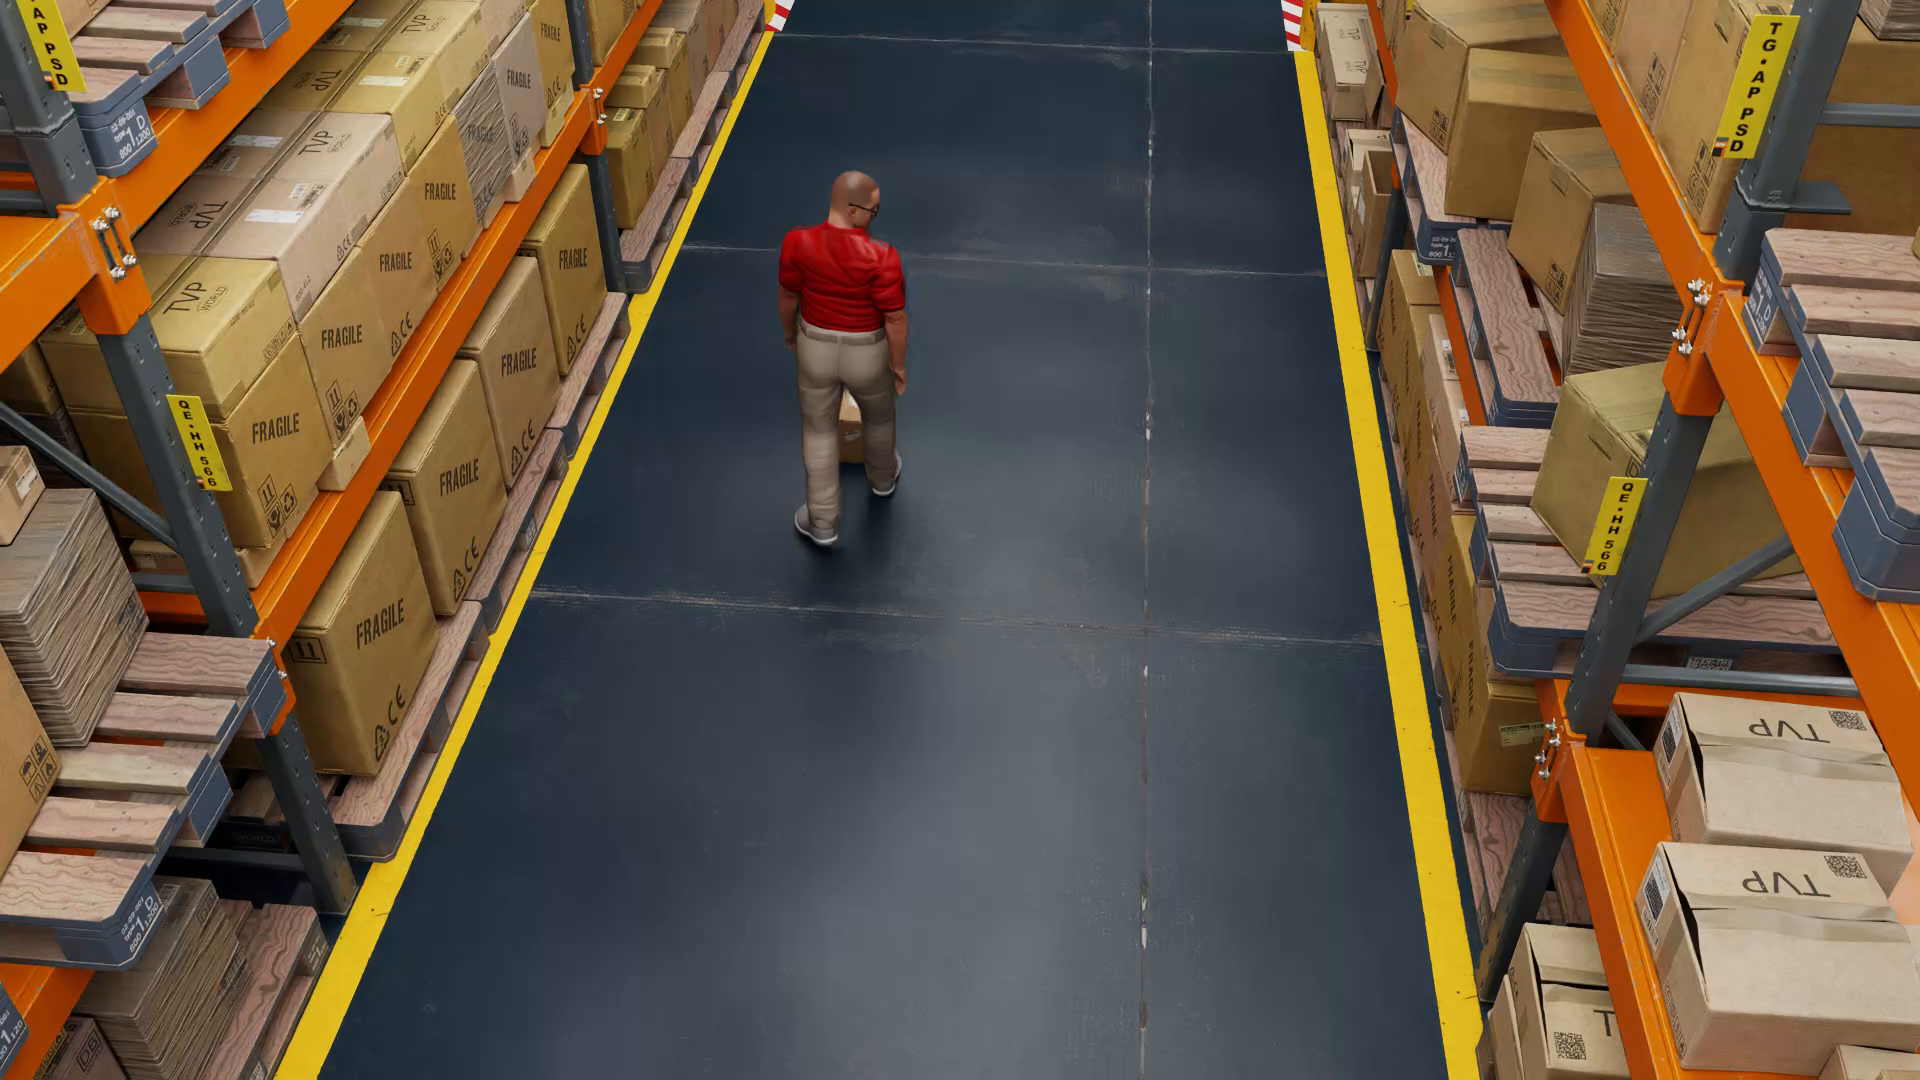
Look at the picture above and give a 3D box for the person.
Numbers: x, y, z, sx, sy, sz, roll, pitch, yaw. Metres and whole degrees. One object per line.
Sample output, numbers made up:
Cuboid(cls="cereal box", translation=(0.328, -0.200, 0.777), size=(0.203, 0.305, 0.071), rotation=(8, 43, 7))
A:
Cuboid(cls="person", translation=(-0.488, -0.825, 7.141), size=(0.572, 1.708, 0.772), rotation=(4, 40, 4))
